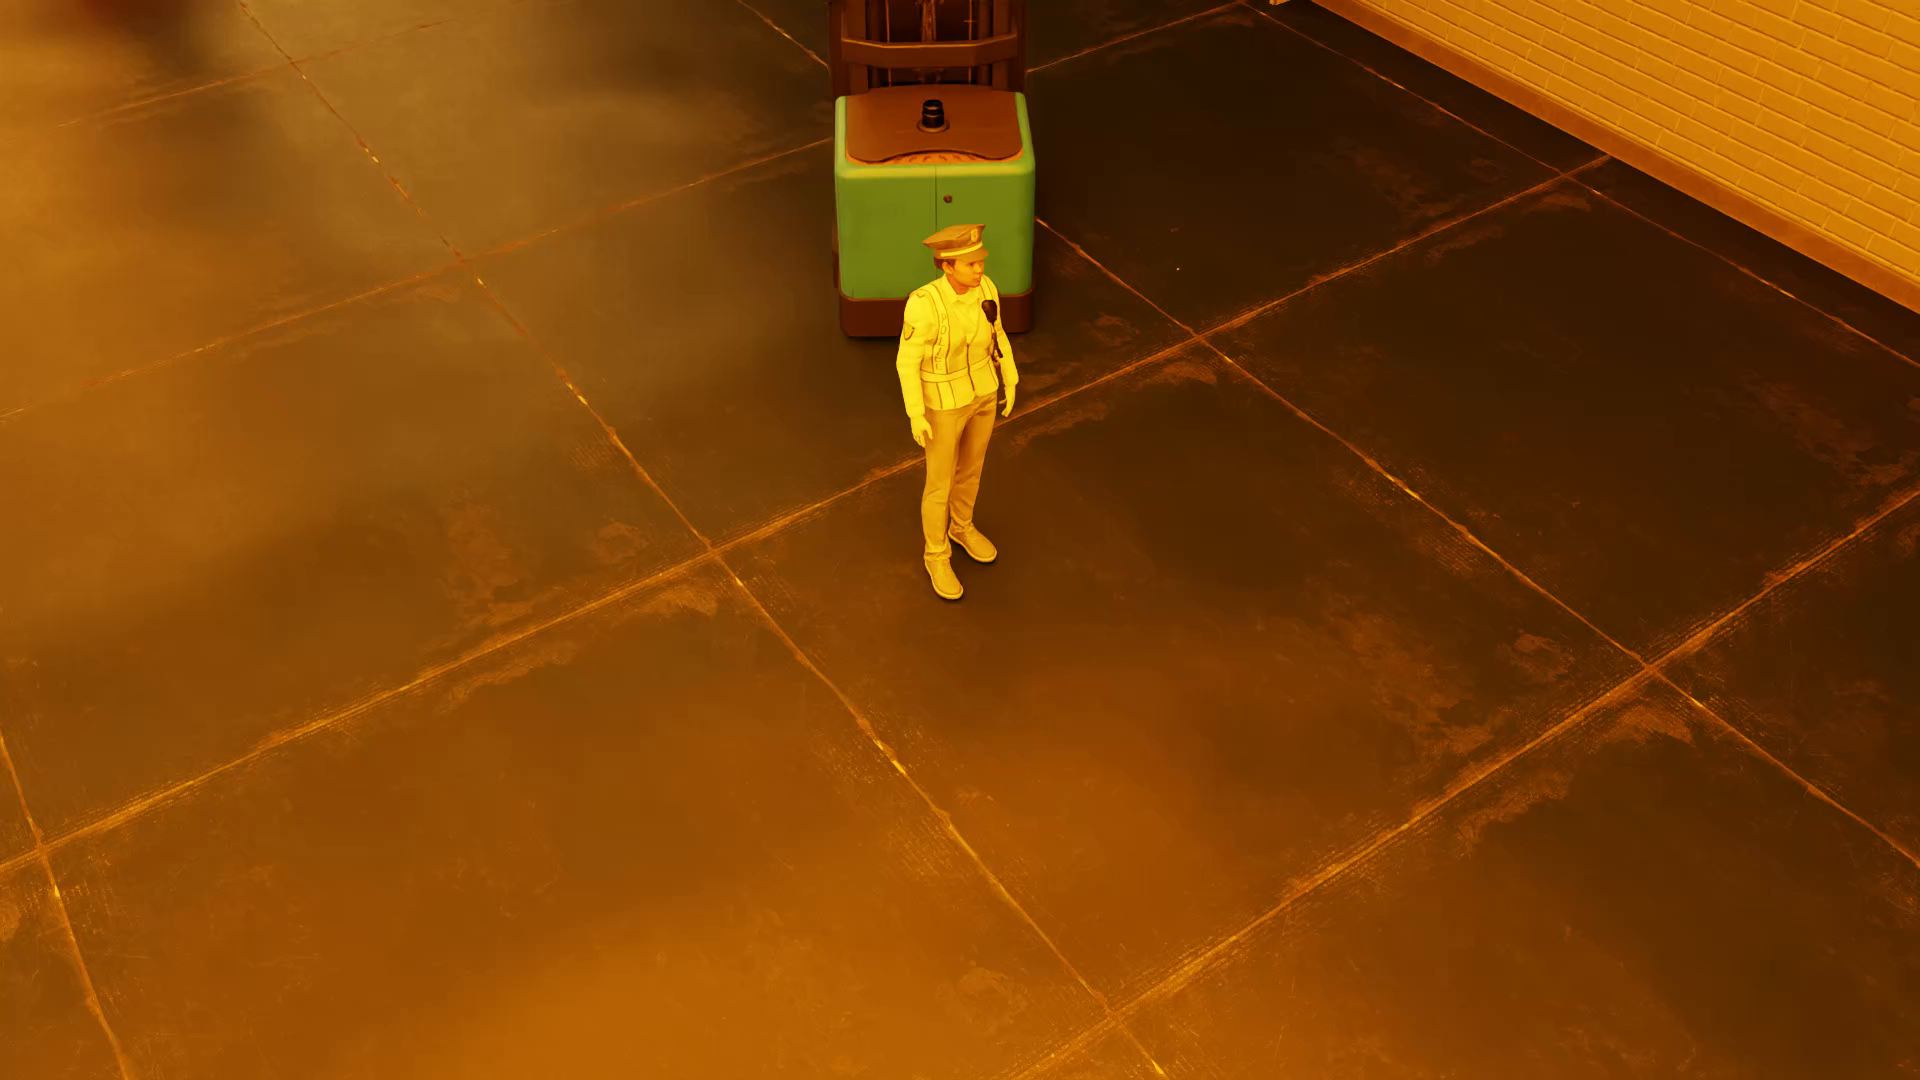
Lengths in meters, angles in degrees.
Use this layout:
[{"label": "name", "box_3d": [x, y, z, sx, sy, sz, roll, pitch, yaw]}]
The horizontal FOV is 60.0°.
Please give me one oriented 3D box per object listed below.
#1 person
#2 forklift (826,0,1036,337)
[{"label": "person", "box_3d": [0.033, -0.588, 7.255, 0.586, 1.694, 0.532, -25, 48, -25]}, {"label": "forklift", "box_3d": [-0.192, -3.156, 9.140, 1.130, 2.935, 3.031, -2, 43, -2]}]
